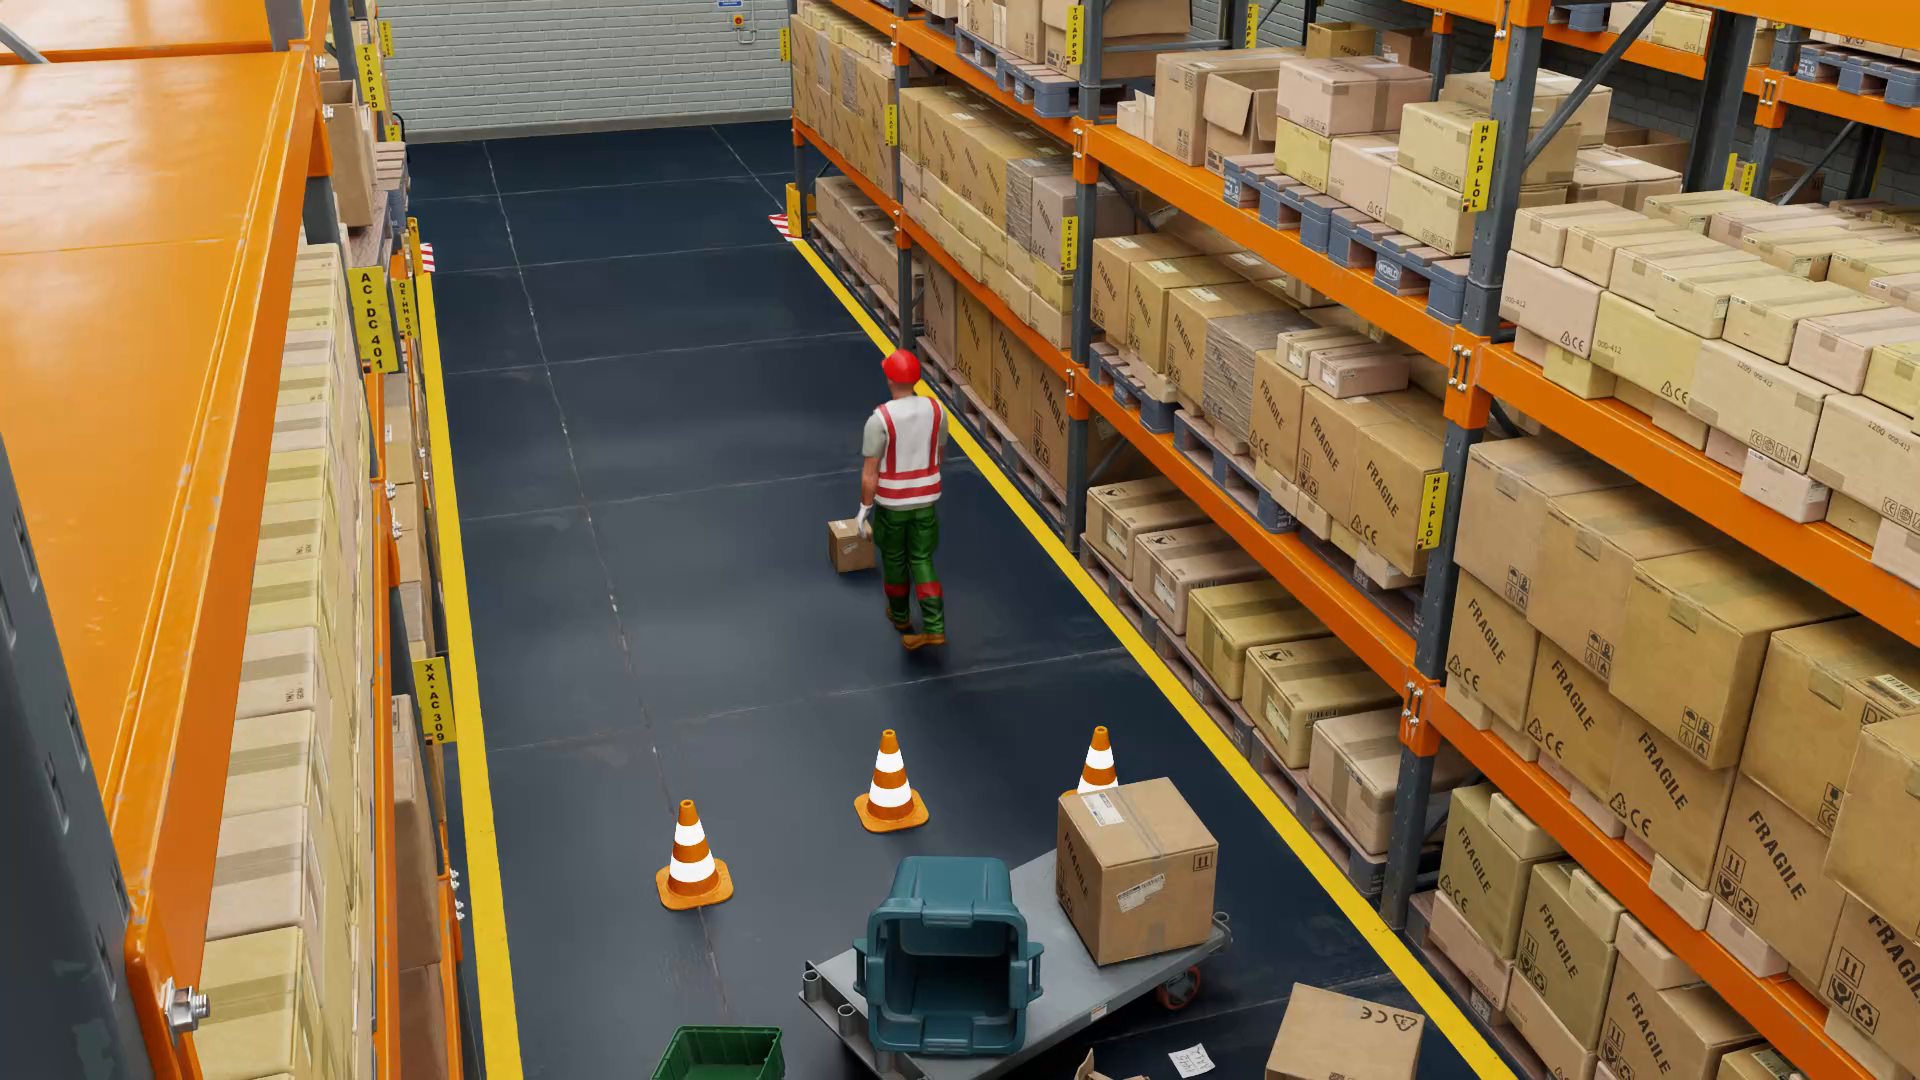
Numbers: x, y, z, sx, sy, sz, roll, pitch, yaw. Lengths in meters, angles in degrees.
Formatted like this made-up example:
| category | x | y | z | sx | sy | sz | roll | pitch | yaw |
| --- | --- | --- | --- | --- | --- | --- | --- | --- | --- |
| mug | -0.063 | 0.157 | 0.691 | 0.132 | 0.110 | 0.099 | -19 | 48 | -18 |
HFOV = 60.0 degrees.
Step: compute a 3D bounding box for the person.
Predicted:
| category | x | y | z | sx | sy | sz | roll | pitch | yaw |
| --- | --- | --- | --- | --- | --- | --- | --- | --- | --- |
| person | -0.330 | -0.220 | 9.533 | 0.580 | 1.784 | 0.760 | -9 | 27 | -17 |
